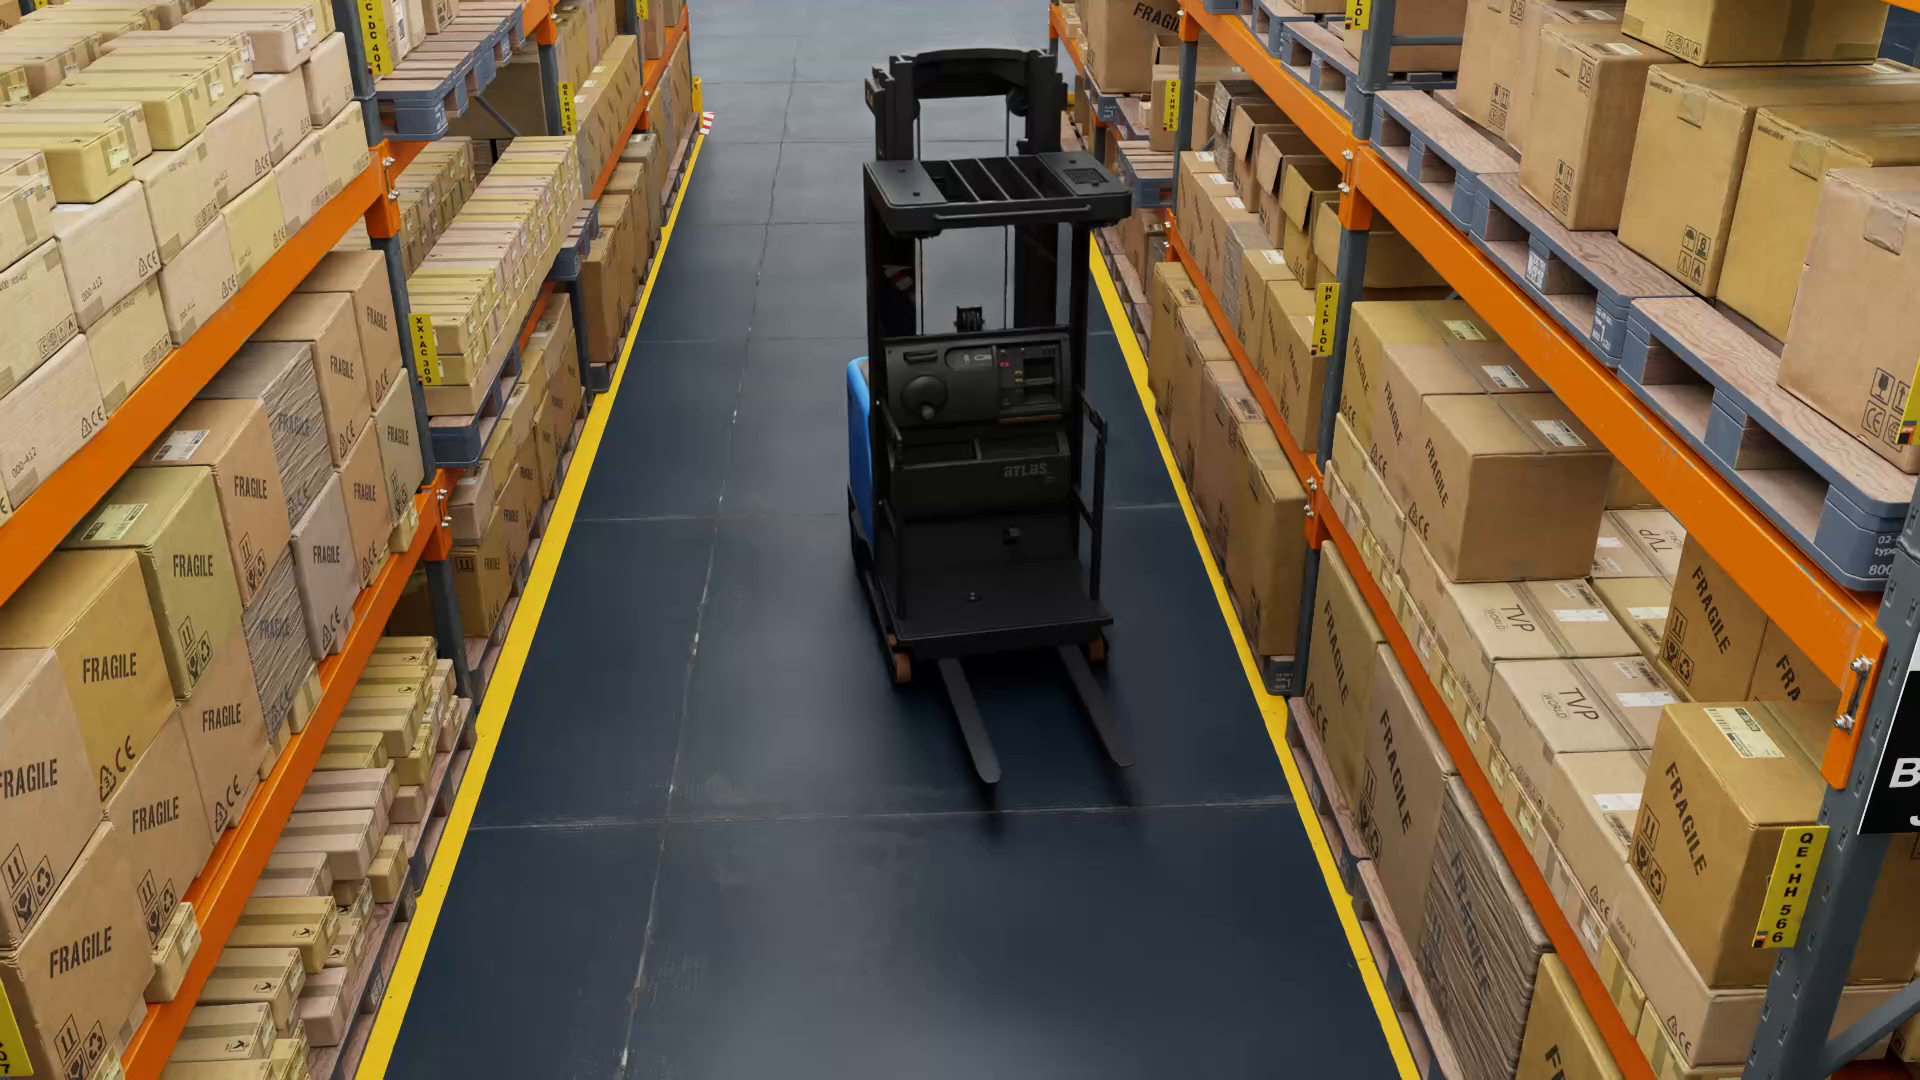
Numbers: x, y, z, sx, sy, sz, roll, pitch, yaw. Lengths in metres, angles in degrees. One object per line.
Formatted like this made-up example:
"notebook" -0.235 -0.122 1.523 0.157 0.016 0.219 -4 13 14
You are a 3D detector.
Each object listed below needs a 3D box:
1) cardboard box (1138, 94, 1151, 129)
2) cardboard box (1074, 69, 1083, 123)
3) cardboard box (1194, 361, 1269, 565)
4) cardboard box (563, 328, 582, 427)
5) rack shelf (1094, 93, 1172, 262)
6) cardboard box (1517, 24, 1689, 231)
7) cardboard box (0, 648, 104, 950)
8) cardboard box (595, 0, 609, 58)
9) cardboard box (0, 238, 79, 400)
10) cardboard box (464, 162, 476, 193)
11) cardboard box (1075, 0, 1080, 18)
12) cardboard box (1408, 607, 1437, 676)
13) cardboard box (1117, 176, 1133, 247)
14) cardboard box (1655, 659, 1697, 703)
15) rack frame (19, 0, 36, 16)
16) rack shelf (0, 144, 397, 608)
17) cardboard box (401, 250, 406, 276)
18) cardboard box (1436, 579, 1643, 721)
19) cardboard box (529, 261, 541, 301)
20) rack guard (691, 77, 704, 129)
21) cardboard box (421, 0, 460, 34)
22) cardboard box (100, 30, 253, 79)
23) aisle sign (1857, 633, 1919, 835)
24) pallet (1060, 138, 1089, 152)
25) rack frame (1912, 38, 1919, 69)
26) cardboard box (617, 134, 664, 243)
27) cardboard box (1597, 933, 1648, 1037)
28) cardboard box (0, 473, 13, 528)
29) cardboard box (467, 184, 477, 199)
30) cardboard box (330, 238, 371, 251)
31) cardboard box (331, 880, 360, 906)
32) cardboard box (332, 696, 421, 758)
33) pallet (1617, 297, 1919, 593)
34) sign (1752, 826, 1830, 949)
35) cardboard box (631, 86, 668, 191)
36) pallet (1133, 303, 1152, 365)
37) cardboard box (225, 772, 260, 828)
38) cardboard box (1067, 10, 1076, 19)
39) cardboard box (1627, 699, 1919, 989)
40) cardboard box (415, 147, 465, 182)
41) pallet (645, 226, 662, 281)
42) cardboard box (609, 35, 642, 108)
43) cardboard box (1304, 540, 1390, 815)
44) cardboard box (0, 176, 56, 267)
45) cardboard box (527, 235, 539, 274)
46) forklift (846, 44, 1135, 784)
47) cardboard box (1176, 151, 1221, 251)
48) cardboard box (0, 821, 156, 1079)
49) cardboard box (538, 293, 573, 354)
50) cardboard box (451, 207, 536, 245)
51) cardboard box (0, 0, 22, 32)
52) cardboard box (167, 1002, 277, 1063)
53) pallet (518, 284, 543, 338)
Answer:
"cardboard box" 1.551 -3.226 12.382 0.396 0.266 0.258 -2 28 -4
"cardboard box" 1.506 -4.819 17.995 0.500 0.500 0.500 4 28 7
"cardboard box" 2.016 -0.440 9.194 1.225 0.875 0.875 -2 28 -4
"cardboard box" -2.755 -1.043 10.755 0.500 0.500 0.500 -2 28 -3
"rack shelf" 1.803 -2.940 12.922 1.077 0.370 4.000 -1 28 -3
"cardboard box" 2.127 -1.240 4.970 0.700 0.500 0.500 0 28 0
"cardboard box" -2.391 0.599 3.848 0.500 0.500 0.500 -2 28 -3
"cardboard box" -3.199 -4.131 13.237 0.700 0.500 0.500 -2 28 -3
"cardboard box" -2.425 -0.503 3.849 0.500 0.250 0.500 -2 28 -3
"cardboard box" -3.226 -2.241 10.299 0.380 0.149 0.250 0 28 0
"cardboard box" 1.620 -5.492 16.606 0.875 0.500 0.500 -1 28 -3
"cardboard box" 1.868 0.366 6.076 0.380 0.149 0.250 -1 28 -2
"cardboard box" 1.716 -2.765 14.035 0.700 0.500 0.500 -2 28 -3
"cardboard box" 2.514 0.593 5.209 0.500 0.250 0.500 -2 28 -4
"rack frame" -8.197 -3.944 14.067 1.000 3.000 0.127 -1 28 -3
"rack shelf" -2.737 -0.503 5.004 1.077 0.370 4.000 -1 28 -3
"cardboard box" -3.132 -1.410 8.705 0.380 0.149 0.250 -1 28 -2
"cardboard box" 1.951 0.366 5.644 0.500 0.250 0.500 -1 28 -3
"cardboard box" -2.487 -1.402 9.013 0.380 0.149 0.250 -3 28 -5
"rack guard" -3.470 -4.860 18.527 1.175 0.500 0.348 -1 28 -3
"cardboard box" -2.791 -2.694 7.862 0.797 0.503 0.637 -2 28 -3
"cardboard box" -2.578 -1.582 5.486 0.380 0.149 0.250 0 28 -1
"aisle sign" 2.030 0.247 3.222 0.394 0.787 0.004 -1 28 -3
"pallet" 1.562 -3.821 16.847 1.003 0.211 1.213 -1 28 -3
"rack frame" 11.383 -6.268 18.523 1.000 3.000 0.127 -1 28 -3
"cardboard box" -3.137 -3.014 14.264 1.050 0.750 0.750 -2 28 -3
"cardboard box" 1.963 1.194 4.489 0.380 0.149 0.250 -1 28 -2
"cardboard box" -2.401 -0.045 3.511 0.500 0.250 0.500 0 28 -1
"cardboard box" -3.229 -2.126 10.400 0.380 0.149 0.250 -2 28 -3
"cardboard box" -3.107 -1.413 8.389 0.380 0.149 0.250 -2 28 -4
"cardboard box" -2.508 1.276 6.367 0.380 0.149 0.250 -3 28 -5
"cardboard box" -2.490 0.789 6.980 0.380 0.149 0.250 -2 28 -3
"pallet" 2.276 -0.274 3.884 1.003 0.211 1.213 -1 28 -3
"sign" 1.783 0.747 3.566 0.100 0.325 0.005 -1 28 -3
"cardboard box" -3.222 -3.646 15.340 0.875 0.875 0.875 -1 28 -2
"pallet" 1.869 -1.460 12.321 1.003 0.211 1.213 -1 28 -3
"cardboard box" -2.462 0.787 5.269 0.380 0.149 0.250 -2 28 -4
"cardboard box" 1.299 -5.319 16.976 0.380 0.149 0.250 -1 28 -3
"cardboard box" 2.038 0.742 4.113 0.500 0.500 0.500 -1 28 -2
"cardboard box" -3.203 -2.259 10.012 0.380 0.149 0.250 -2 28 -4
"pallet" -3.144 -2.519 14.351 1.003 0.211 1.213 -1 28 -3
"cardboard box" -2.965 -3.920 13.913 0.500 0.500 0.500 -2 28 -3
"cardboard box" 2.071 0.574 7.249 0.875 0.875 0.875 -1 28 -3
"cardboard box" -2.371 -0.743 3.877 0.380 0.149 0.250 -1 28 -2
"cardboard box" -2.487 -1.537 8.950 0.380 0.149 0.250 -2 28 -4
"forklift" 0.140 -0.760 8.038 1.130 2.935 3.031 -5 28 -10
"cardboard box" 1.662 -2.149 10.518 0.500 0.500 0.500 -1 28 -1
"cardboard box" -2.380 1.042 4.079 0.500 0.500 0.500 0 28 0
"cardboard box" -2.753 -1.363 10.558 0.500 0.250 0.500 -2 28 -4
"cardboard box" -2.489 -1.668 8.880 0.380 0.149 0.250 -1 28 -1
"cardboard box" -7.944 -4.098 13.480 0.500 0.500 0.500 -2 28 -4
"cardboard box" -2.436 1.639 5.348 0.380 0.149 0.250 -3 28 -5
"pallet" -2.906 -1.264 9.138 1.003 0.211 1.213 -1 28 -3
